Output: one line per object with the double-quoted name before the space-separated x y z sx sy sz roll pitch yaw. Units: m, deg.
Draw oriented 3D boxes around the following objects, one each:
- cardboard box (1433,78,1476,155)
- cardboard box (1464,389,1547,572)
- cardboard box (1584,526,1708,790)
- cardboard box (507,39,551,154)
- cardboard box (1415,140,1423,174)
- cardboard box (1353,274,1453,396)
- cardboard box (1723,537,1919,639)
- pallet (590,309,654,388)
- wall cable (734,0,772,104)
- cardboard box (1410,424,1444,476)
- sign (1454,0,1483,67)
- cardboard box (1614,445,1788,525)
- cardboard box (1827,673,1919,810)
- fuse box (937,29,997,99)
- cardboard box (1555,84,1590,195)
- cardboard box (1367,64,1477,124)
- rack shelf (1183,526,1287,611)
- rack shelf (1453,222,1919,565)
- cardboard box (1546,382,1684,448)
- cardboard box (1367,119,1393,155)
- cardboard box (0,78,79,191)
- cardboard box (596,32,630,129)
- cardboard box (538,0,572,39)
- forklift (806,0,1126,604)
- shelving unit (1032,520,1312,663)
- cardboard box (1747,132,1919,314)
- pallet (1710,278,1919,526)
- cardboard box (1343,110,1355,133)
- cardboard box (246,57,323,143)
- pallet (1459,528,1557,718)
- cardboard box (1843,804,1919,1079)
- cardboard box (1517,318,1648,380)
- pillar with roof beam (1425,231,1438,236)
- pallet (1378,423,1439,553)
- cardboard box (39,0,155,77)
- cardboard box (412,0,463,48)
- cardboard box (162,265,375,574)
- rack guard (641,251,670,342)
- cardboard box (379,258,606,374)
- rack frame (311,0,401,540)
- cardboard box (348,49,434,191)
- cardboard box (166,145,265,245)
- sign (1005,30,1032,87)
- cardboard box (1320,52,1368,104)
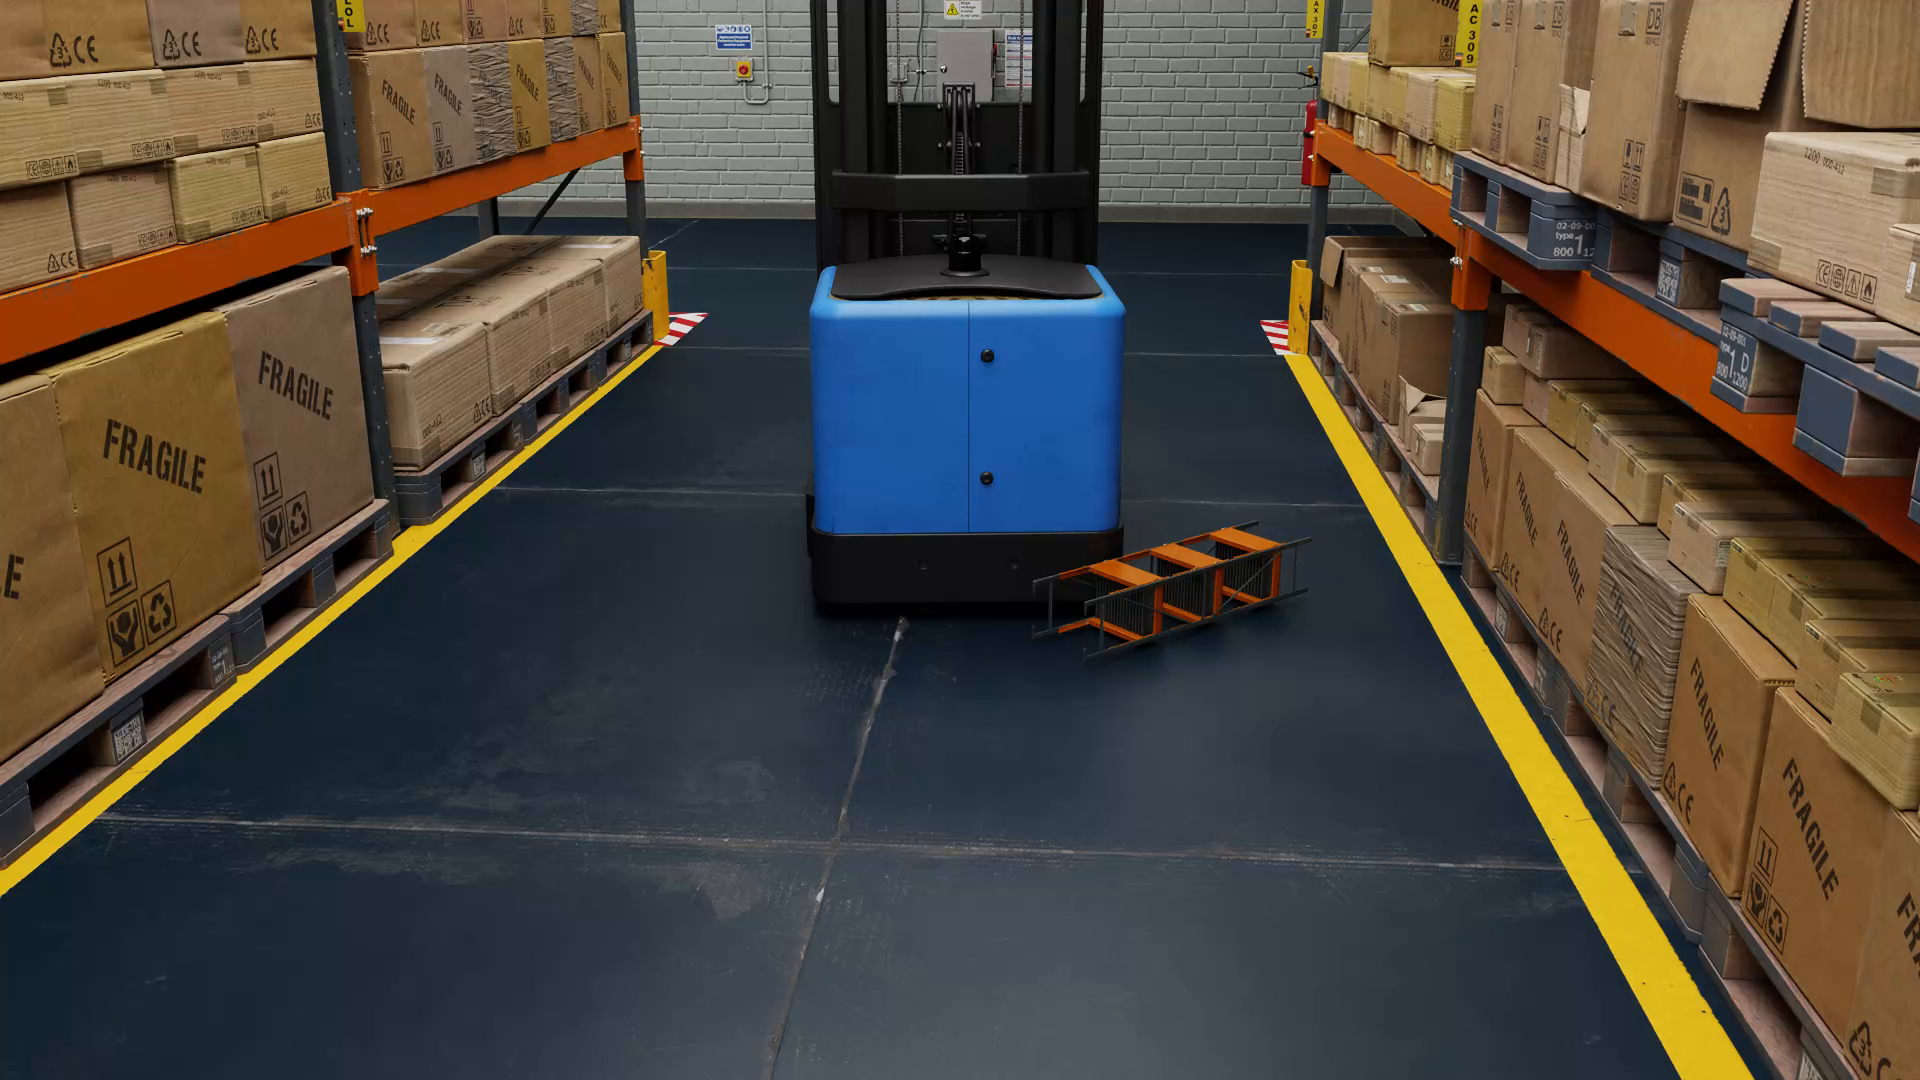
"cardboard box" 2.057 -1.568 6.153 0.500 0.250 0.500 2 18 5
"cardboard box" 2.004 -0.200 5.558 0.500 0.500 0.500 2 18 6
"cardboard box" 1.892 0.281 4.088 0.500 0.500 0.500 1 18 2
"cardboard box" -2.274 -2.102 7.859 0.500 0.500 0.500 2 18 6
"cardboard box" 2.072 -1.563 6.779 0.380 0.149 0.250 2 18 5
"cardboard box" 2.174 -0.974 7.917 0.500 0.500 0.500 2 18 5
"cardboard box" 1.892 0.105 3.585 0.380 0.149 0.250 1 18 3
"pallet" -2.380 -1.111 9.474 1.003 0.211 1.213 1 18 4
"wall cable" -2.020 -4.935 14.986 0.585 1.953 0.123 1 18 4
"cardboard box" 2.010 -0.358 6.604 0.380 0.149 0.250 1 18 2
"sign" 1.722 -1.755 5.572 0.100 0.325 0.005 1 18 4
"cardboard box" 1.941 -0.142 4.336 0.380 0.149 0.250 2 18 6
"cardboard box" 1.748 0.344 2.855 0.380 0.149 0.250 0 18 1
"fuse box" 0.065 -3.733 15.068 0.539 1.711 0.414 1 18 4
"cardboard box" 1.781 -1.047 4.342 0.396 0.266 0.258 2 18 7
"cardboard box" 2.164 -2.038 7.589 0.500 0.250 0.500 1 18 2
"rack shelf" 0.938 0.103 5.715 0.259 0.215 0.240 -14 23 -36
"rack shelf" 2.120 -0.371 3.893 1.077 0.370 4.000 1 18 4
"cardboard box" 2.023 -0.381 5.066 0.380 0.149 0.250 0 18 1
"cardboard box" 2.112 -1.880 7.746 0.380 0.149 0.250 2 18 5
"cardboard box" -2.556 -0.992 4.070 0.500 0.250 0.500 2 18 5
"cardboard box" -2.172 -2.578 9.312 0.500 0.500 0.500 1 18 4
"cardboard box" -2.245 -2.737 8.193 0.500 0.500 0.500 1 18 4
"forklift" -0.021 -1.588 6.561 1.130 2.935 3.031 -1 18 -2
"shelving unit" 0.723 0.155 5.555 1.050 0.215 0.252 -14 23 -36
"cardboard box" 1.729 -0.555 2.866 0.500 0.250 0.500 0 18 1
"pallet" 1.955 -0.213 2.563 1.213 0.211 1.003 1 18 4
"cardboard box" 2.281 -2.281 8.970 0.380 0.149 0.250 2 18 5
"cardboard box" -2.477 -1.468 5.523 0.500 0.250 0.500 1 18 4
"pallet" 2.243 0.245 5.338 1.003 0.211 1.213 1 18 4
"cardboard box" 1.792 0.760 2.625 0.500 0.500 0.500 2 18 6
"cardboard box" 2.001 -0.608 5.282 0.380 0.149 0.250 0 18 1
"pillar with roof beam" -0.652 -6.341 11.322 9.100 9.000 0.400 1 18 4
"pallet" 2.314 -0.222 6.762 1.003 0.211 1.213 1 18 4
"cardboard box" -2.555 -1.504 4.430 0.500 0.500 0.500 2 18 6
"cardboard box" -2.370 -2.266 6.753 0.500 0.500 0.500 1 18 3
"cardboard box" -2.653 -0.439 5.684 0.875 0.875 0.875 2 18 6
"rack guard" -2.399 -1.506 10.215 1.175 0.500 0.348 1 18 4
"cardboard box" -2.406 -1.176 8.636 0.875 0.438 0.875 2 18 5
"rack frame" -2.688 -1.444 6.012 1.000 3.000 0.127 1 18 4
"cardboard box" -2.393 -1.631 6.423 0.500 0.500 0.500 2 18 6
"cardboard box" -2.506 -1.069 5.110 0.500 0.250 0.500 1 18 3
"sign" 0.572 -4.354 15.045 0.329 0.494 0.001 1 18 4
"cardboard box" 2.249 -2.512 9.034 0.500 0.250 0.500 1 18 4
